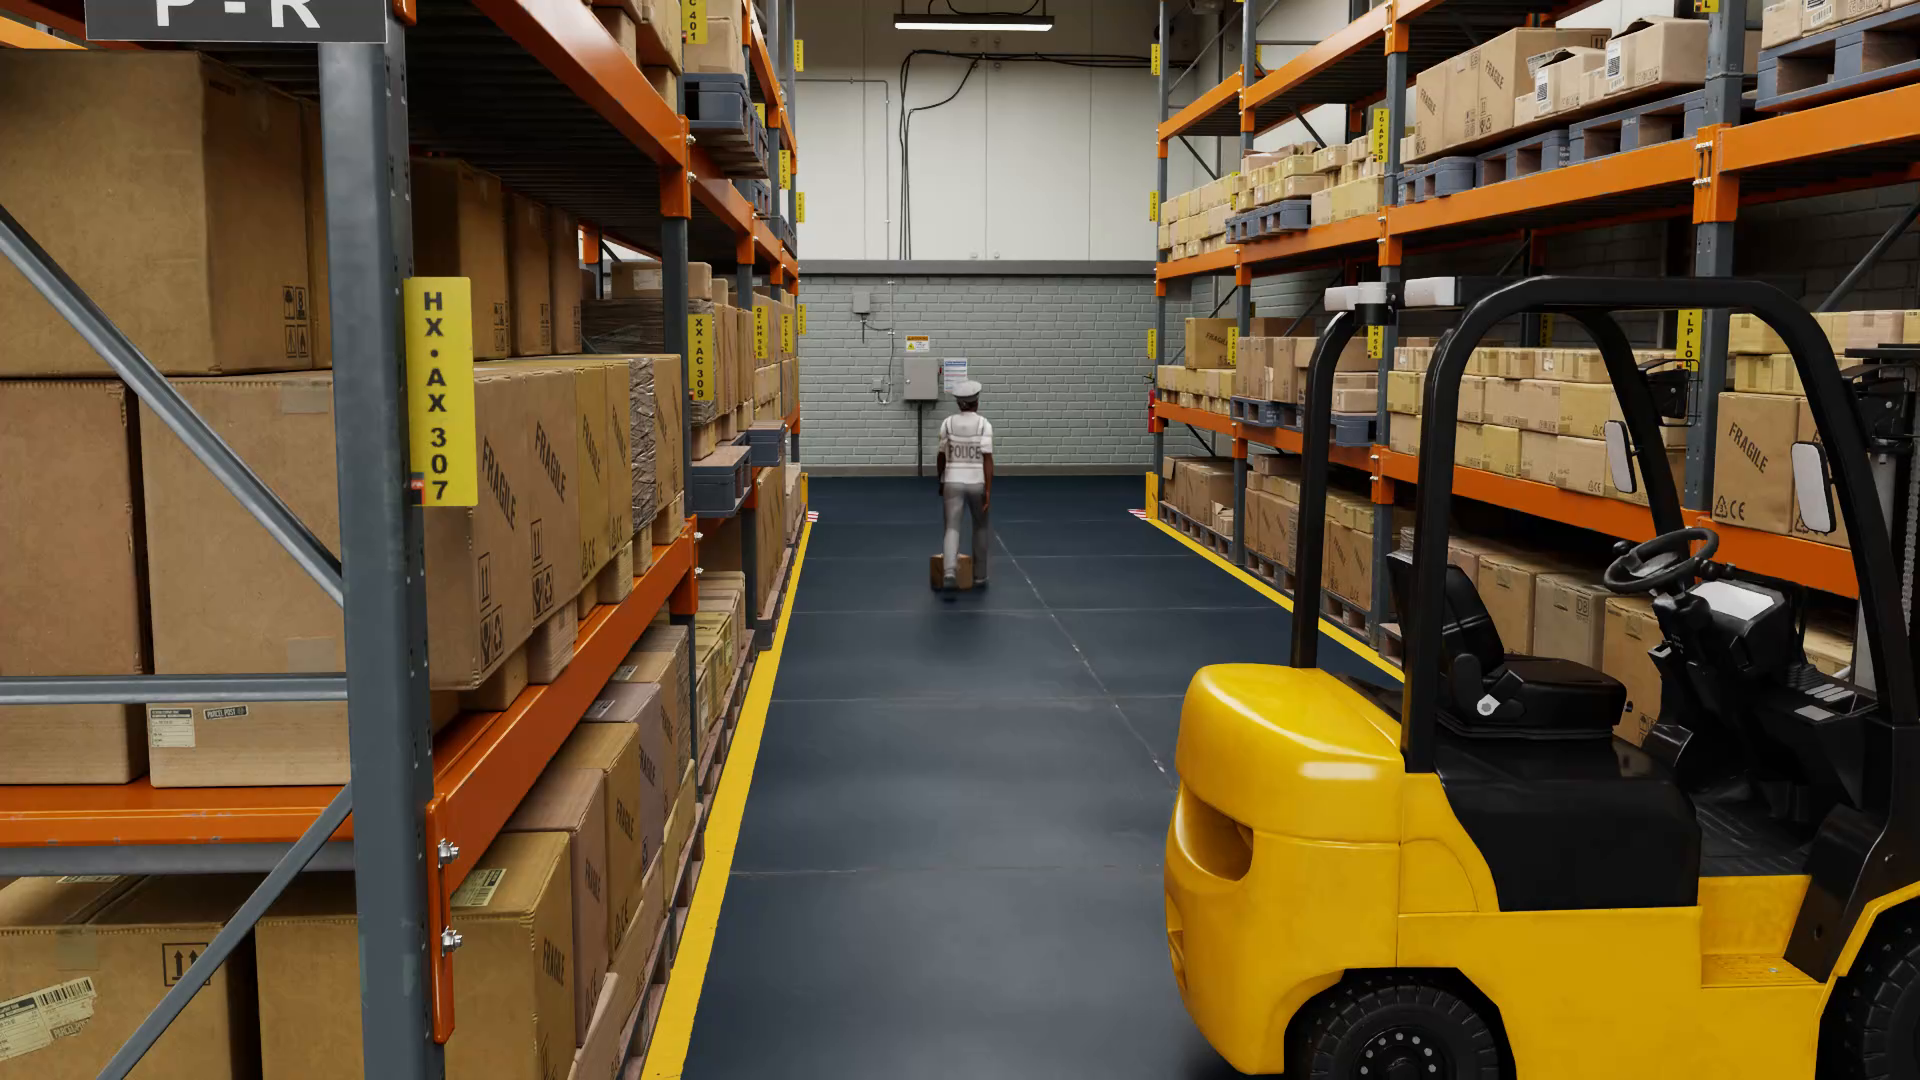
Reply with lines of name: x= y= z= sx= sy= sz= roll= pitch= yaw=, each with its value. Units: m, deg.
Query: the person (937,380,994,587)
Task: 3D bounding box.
person: x=0.038 y=-0.439 z=13.153 sx=0.466 sy=1.637 sz=0.984 roll=1 pitch=7 yaw=5
